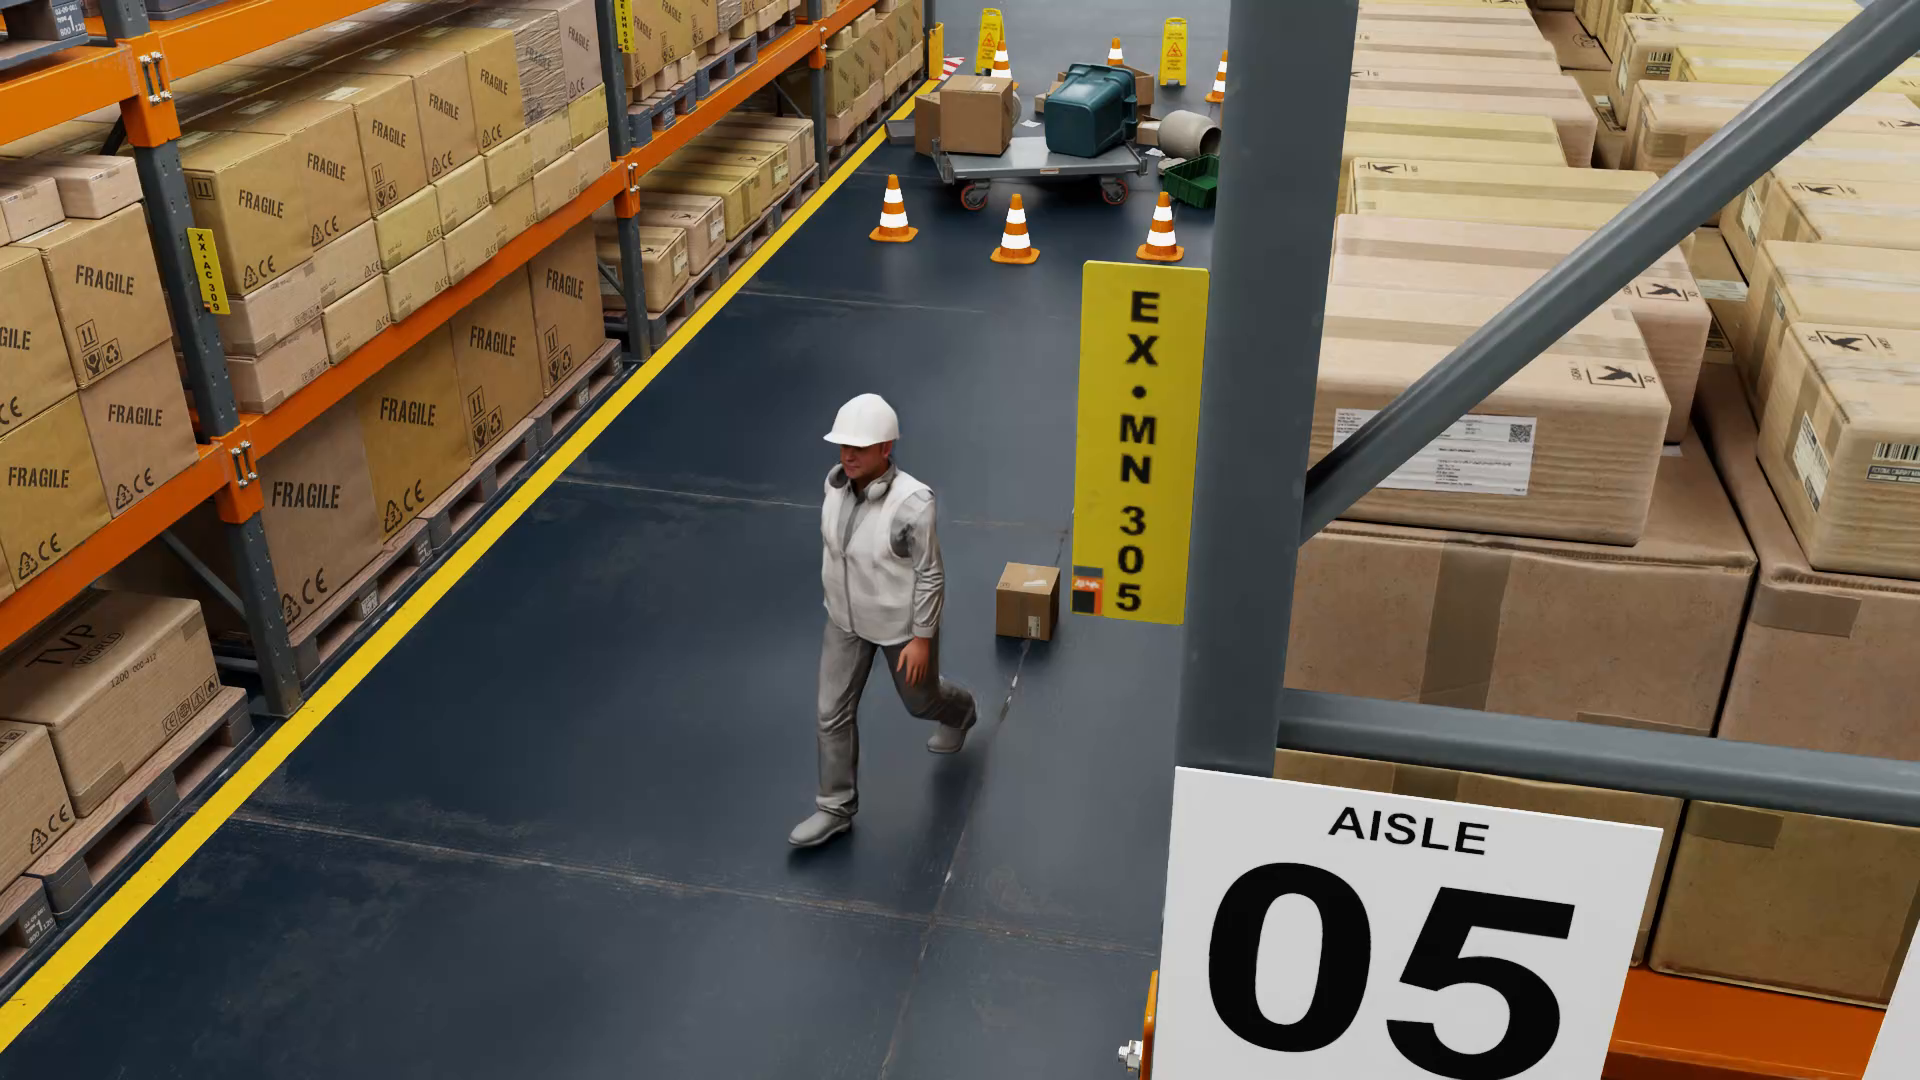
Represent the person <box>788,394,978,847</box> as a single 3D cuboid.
[{"bbox_3d":[-0.261,0.256,6.141,0.554,1.735,1.012,18,33,29],"label":"person"}]
